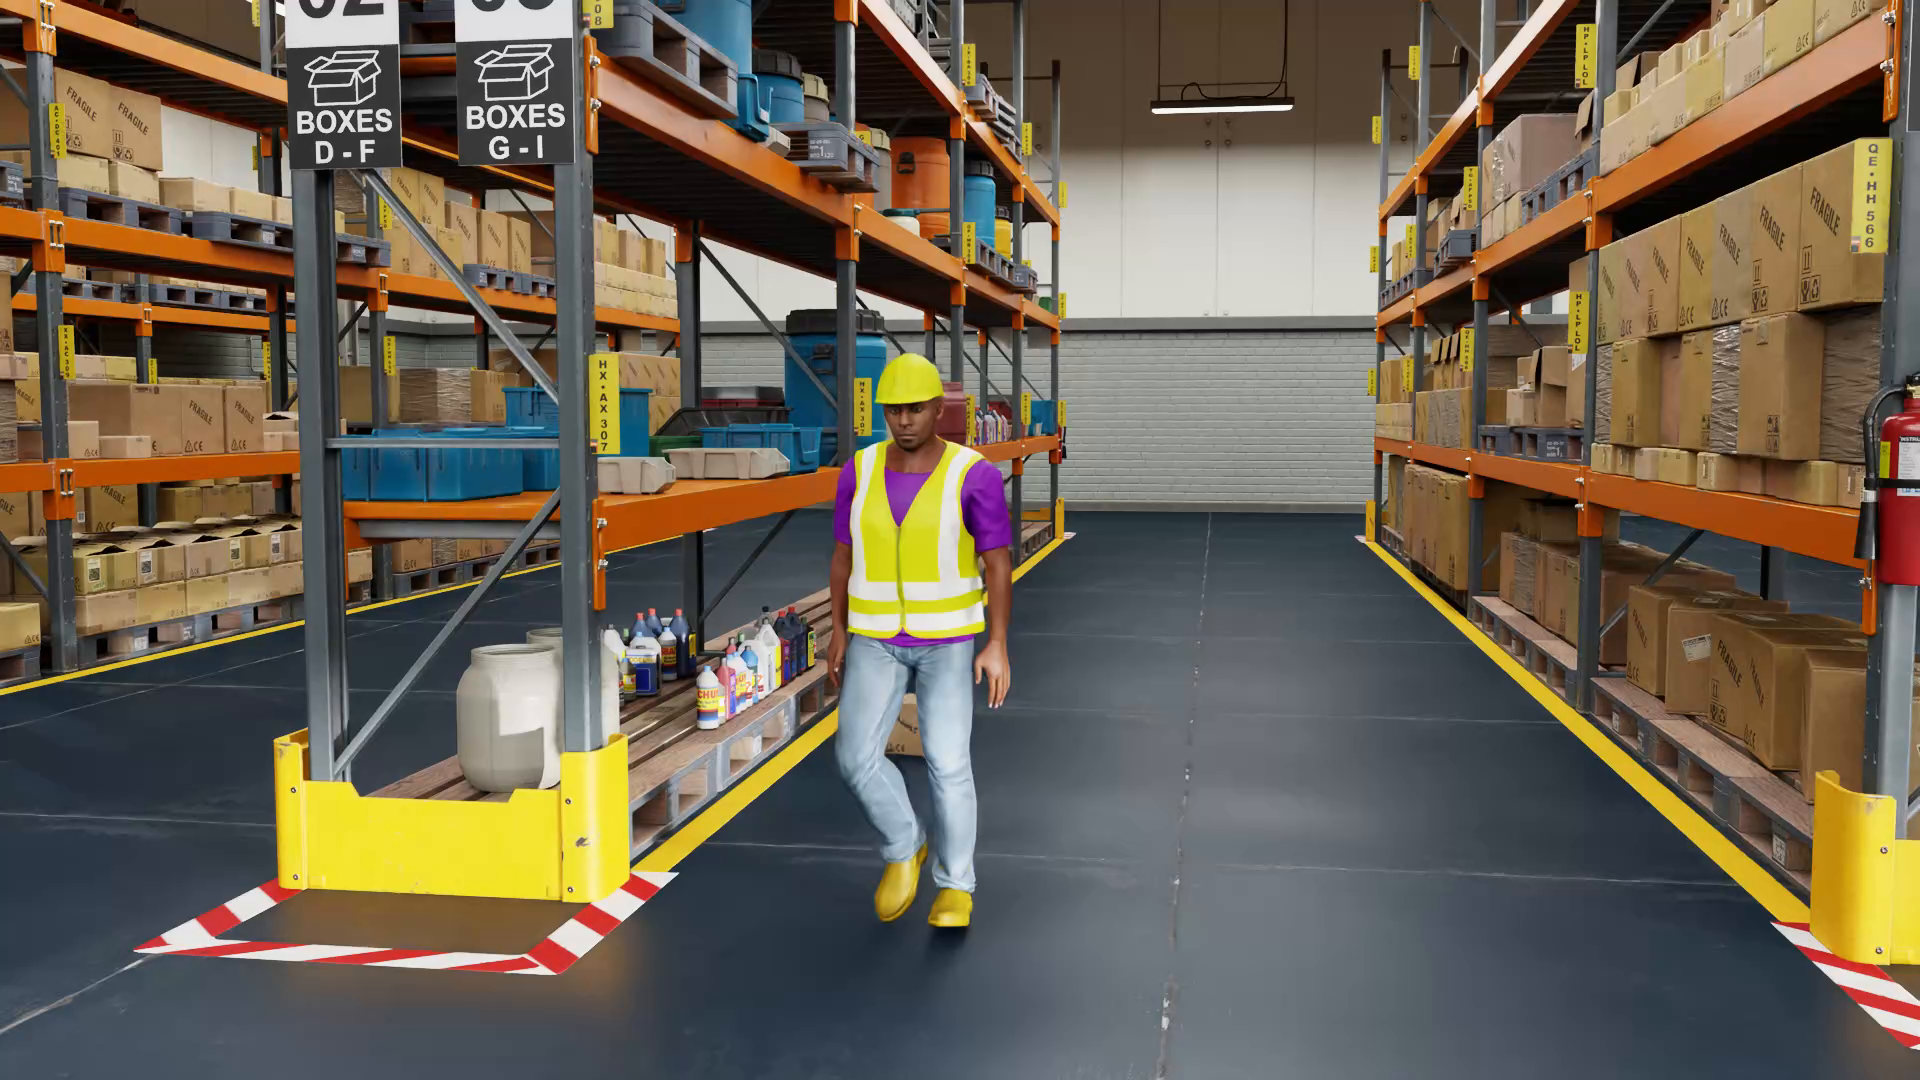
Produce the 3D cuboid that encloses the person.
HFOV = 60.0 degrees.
[{"bbox_3d":[-0.149,0.319,5.123,0.621,1.779,0.448,1,5,13],"label":"person"}]
